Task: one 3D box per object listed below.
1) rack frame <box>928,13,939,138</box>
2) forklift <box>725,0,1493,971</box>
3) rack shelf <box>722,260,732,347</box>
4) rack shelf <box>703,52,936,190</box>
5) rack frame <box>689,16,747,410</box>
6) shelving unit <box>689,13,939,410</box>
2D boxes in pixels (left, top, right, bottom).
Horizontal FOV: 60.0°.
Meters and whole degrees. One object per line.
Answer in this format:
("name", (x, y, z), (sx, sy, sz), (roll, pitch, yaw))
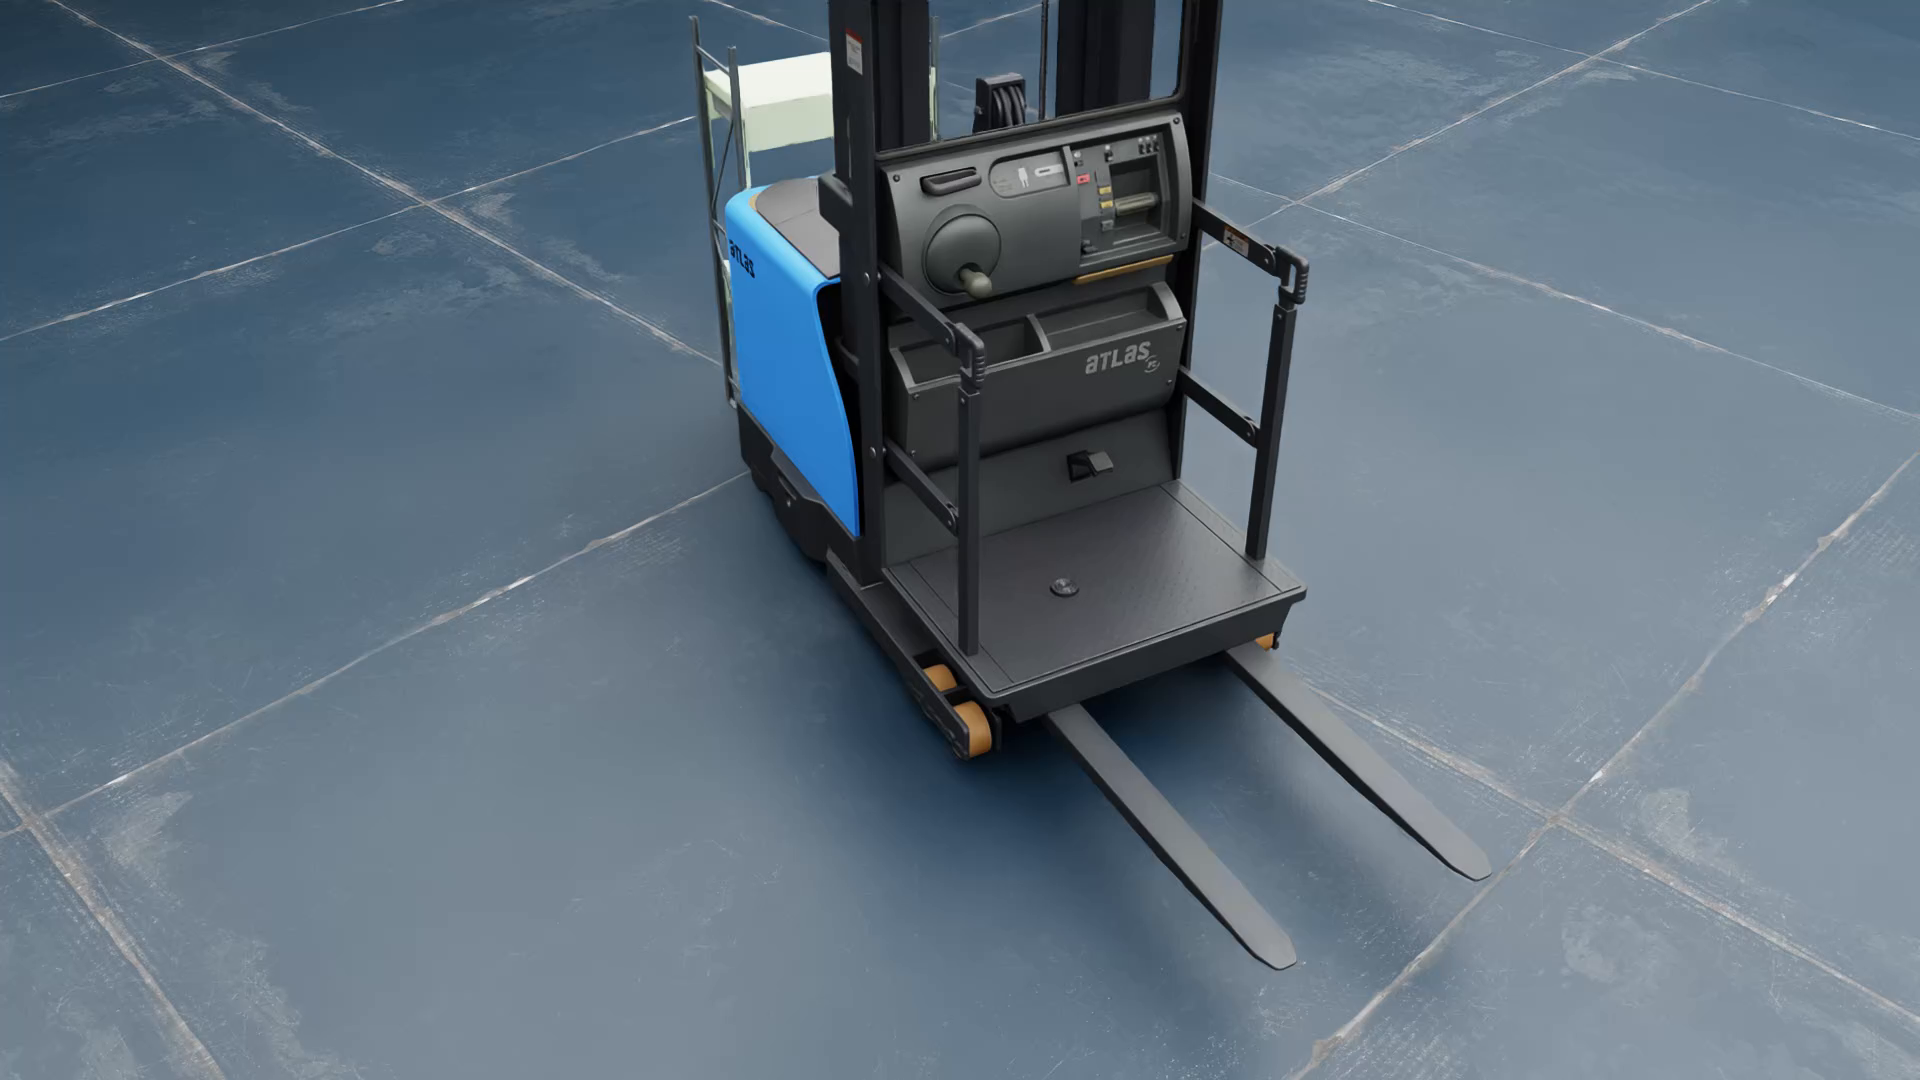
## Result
("rack frame", (-0.173, -1.269, 6.252), (0.023, 1.500, 0.400), (-17, 37, -22))
("forklift", (0.335, -0.862, 4.424), (1.130, 2.935, 3.031), (-17, 38, -23))
("rack shelf", (-0.495, -0.903, 6.297), (0.720, 0.370, 0.431), (-17, 37, -22))
("rack shelf", (-0.501, -1.497, 5.896), (0.720, 0.370, 0.431), (-17, 37, -22))
("rack frame", (-0.823, -1.077, 5.976), (0.023, 1.500, 0.400), (-17, 37, -22))
("shelving unit", (-0.498, -1.173, 6.114), (0.755, 1.500, 0.431), (-17, 37, -22))
